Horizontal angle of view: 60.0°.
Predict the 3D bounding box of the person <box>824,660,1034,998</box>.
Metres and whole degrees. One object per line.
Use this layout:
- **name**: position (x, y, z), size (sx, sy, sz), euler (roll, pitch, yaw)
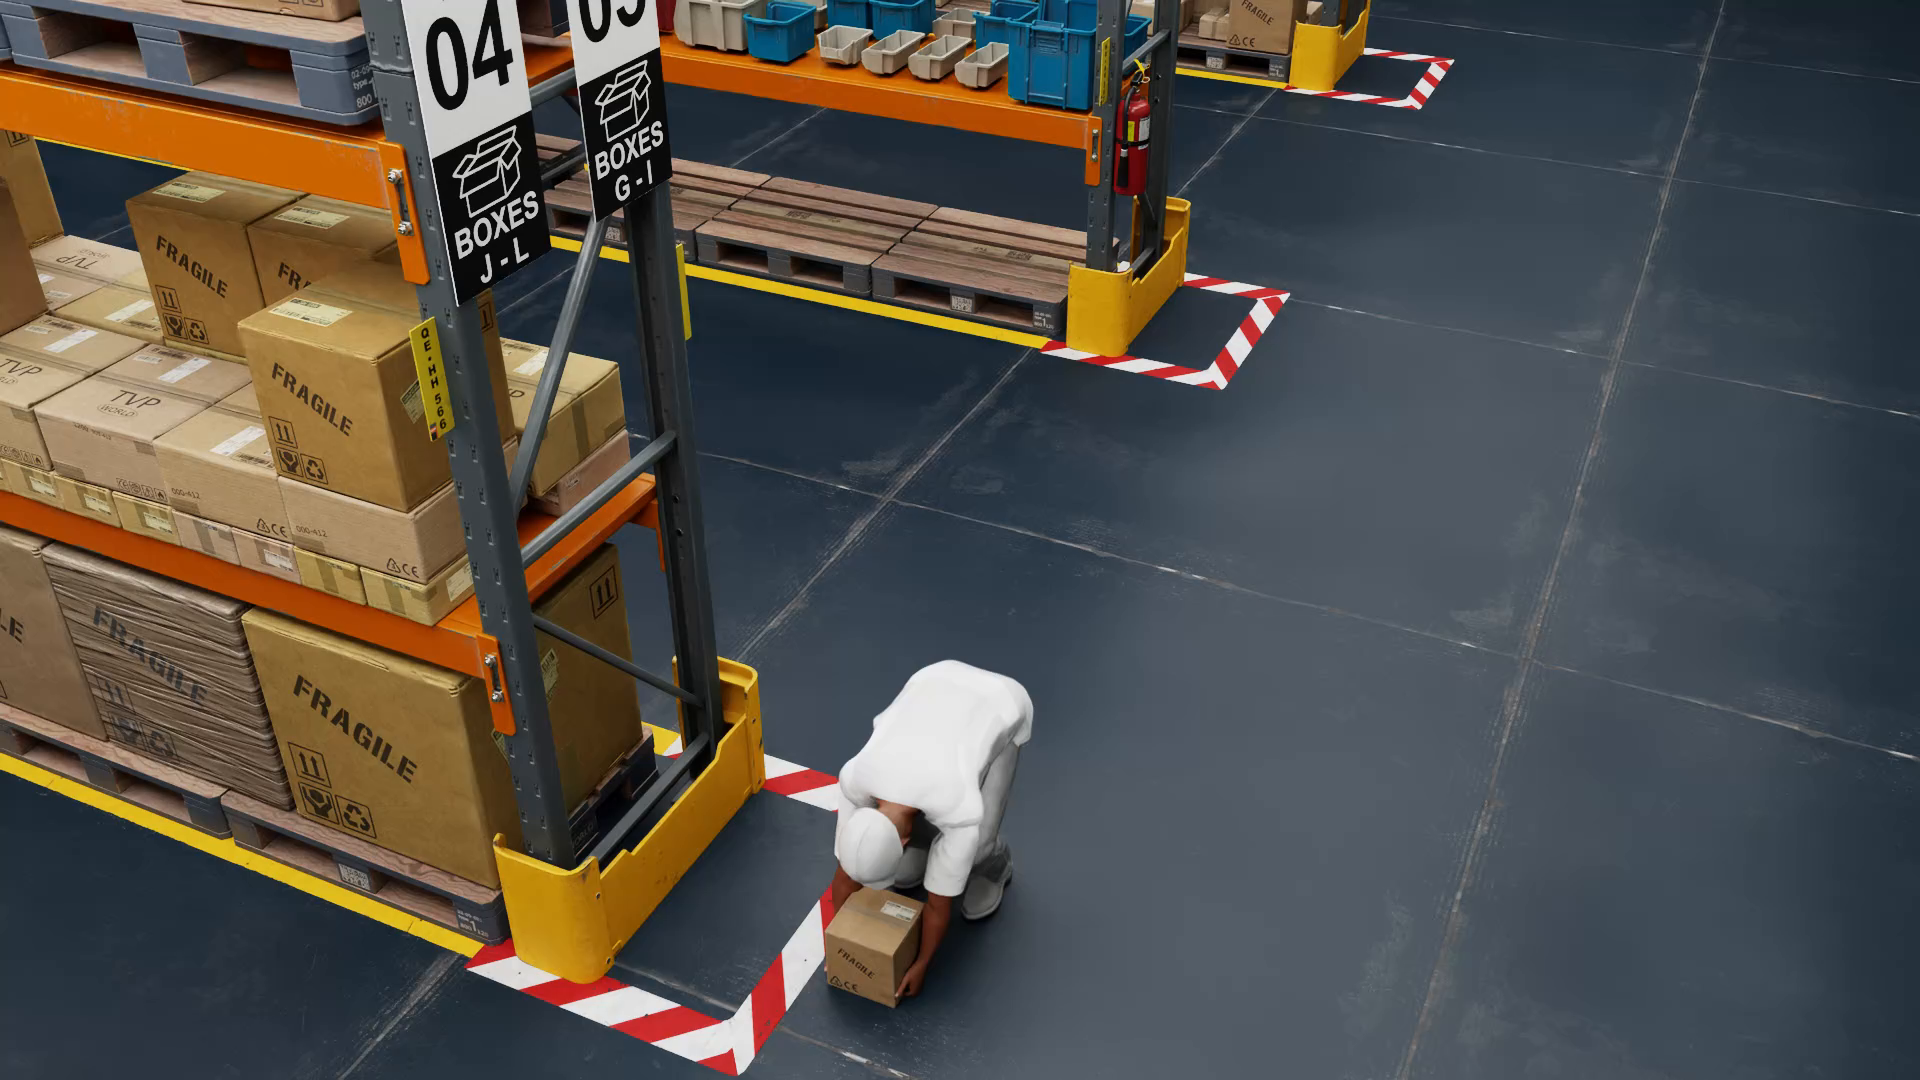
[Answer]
- **person**: position (-0.101, 0.941, 5.537), size (0.513, 0.874, 0.980), euler (17, 37, 23)
